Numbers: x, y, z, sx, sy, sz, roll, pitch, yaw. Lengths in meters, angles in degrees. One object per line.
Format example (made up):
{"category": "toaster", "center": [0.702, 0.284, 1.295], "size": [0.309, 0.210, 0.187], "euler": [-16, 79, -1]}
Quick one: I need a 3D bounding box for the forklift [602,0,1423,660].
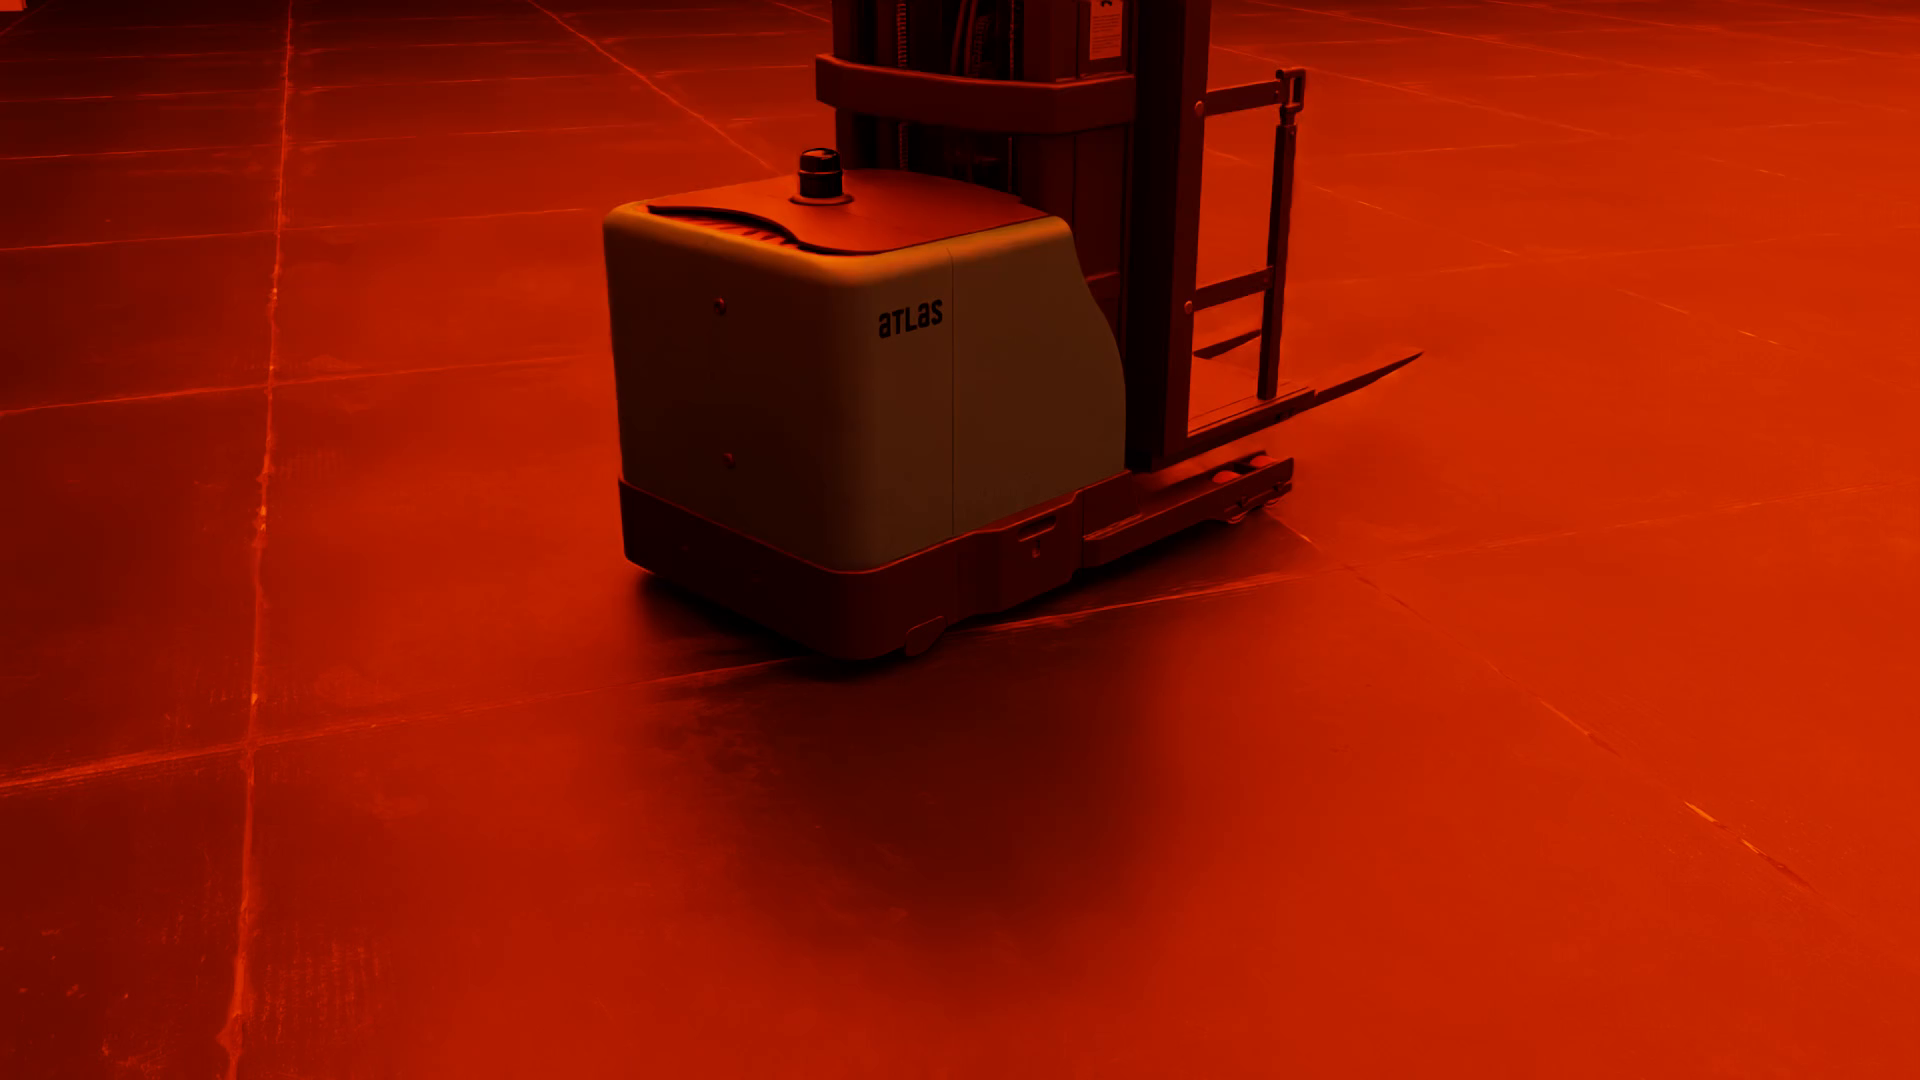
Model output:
{"category": "forklift", "center": [0.423, -1.525, 4.925], "size": [1.130, 2.935, 3.031], "euler": [21, 31, 40]}
